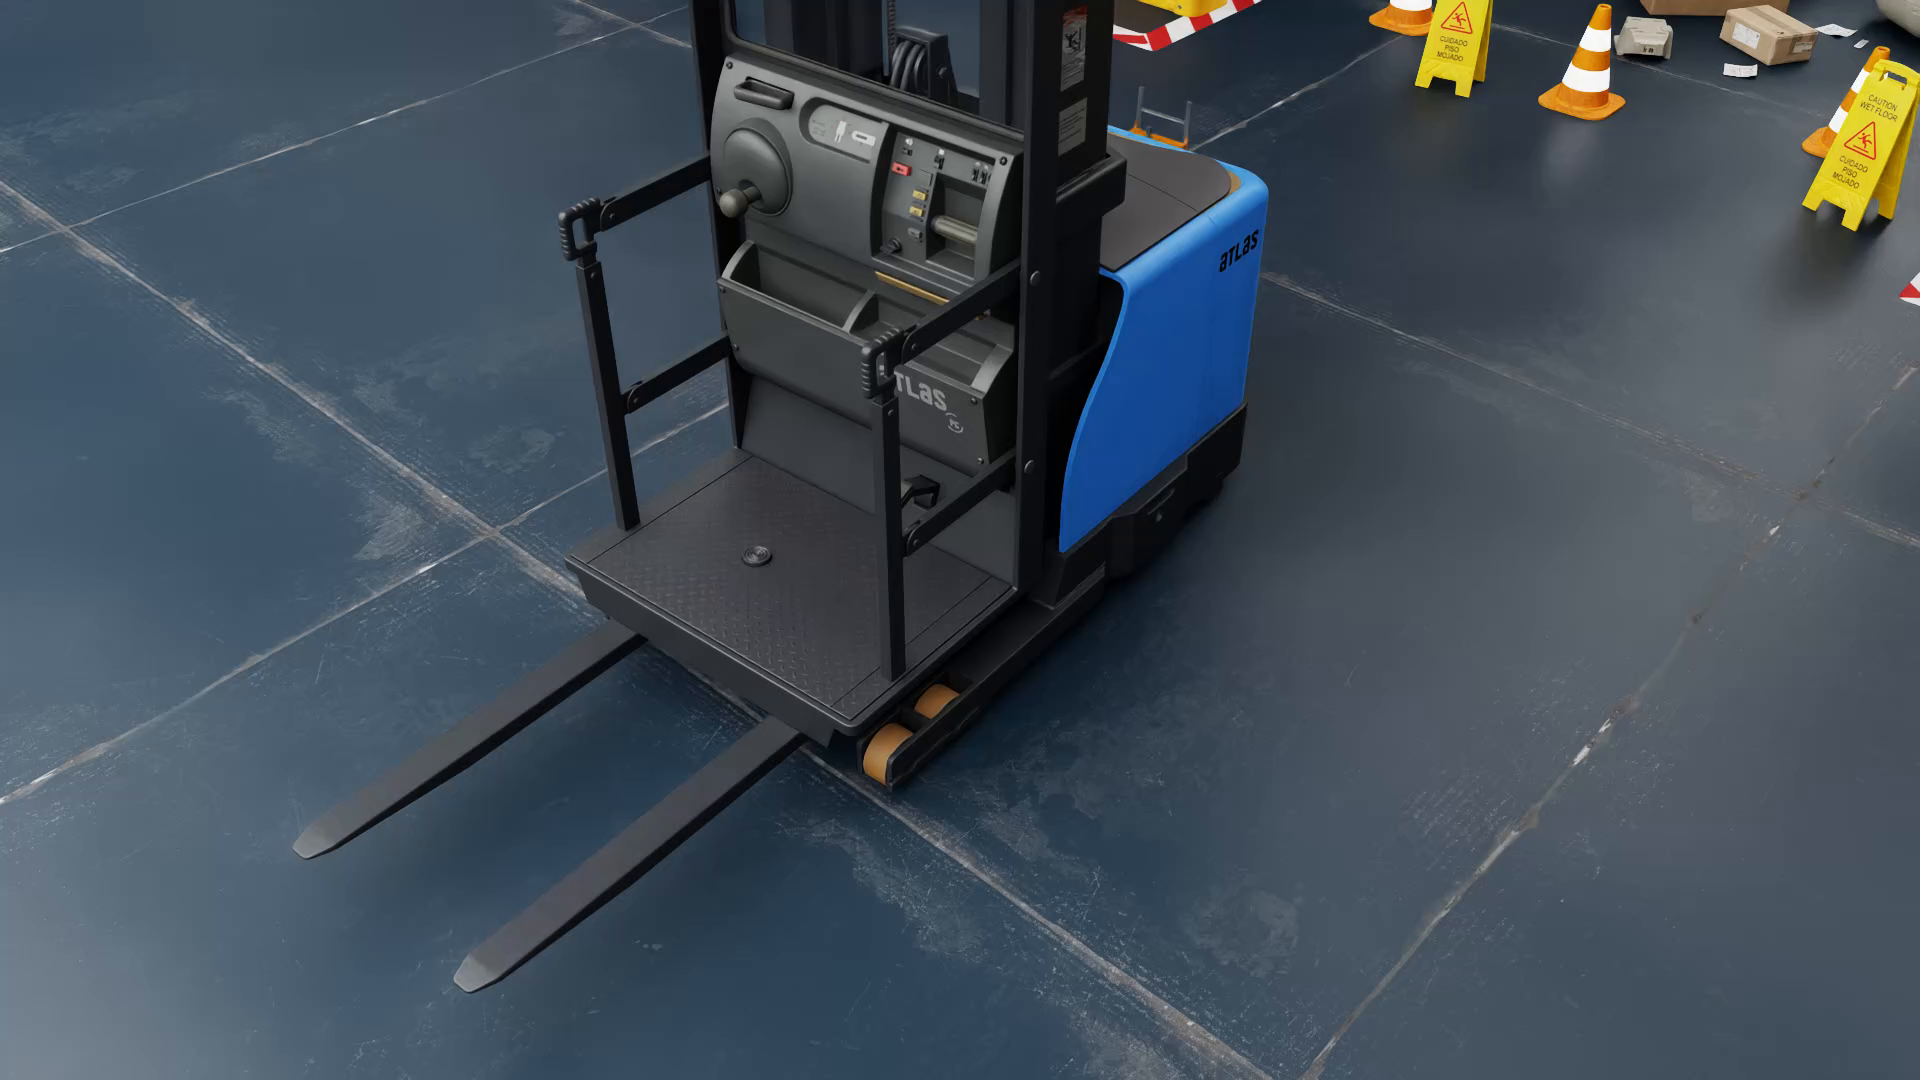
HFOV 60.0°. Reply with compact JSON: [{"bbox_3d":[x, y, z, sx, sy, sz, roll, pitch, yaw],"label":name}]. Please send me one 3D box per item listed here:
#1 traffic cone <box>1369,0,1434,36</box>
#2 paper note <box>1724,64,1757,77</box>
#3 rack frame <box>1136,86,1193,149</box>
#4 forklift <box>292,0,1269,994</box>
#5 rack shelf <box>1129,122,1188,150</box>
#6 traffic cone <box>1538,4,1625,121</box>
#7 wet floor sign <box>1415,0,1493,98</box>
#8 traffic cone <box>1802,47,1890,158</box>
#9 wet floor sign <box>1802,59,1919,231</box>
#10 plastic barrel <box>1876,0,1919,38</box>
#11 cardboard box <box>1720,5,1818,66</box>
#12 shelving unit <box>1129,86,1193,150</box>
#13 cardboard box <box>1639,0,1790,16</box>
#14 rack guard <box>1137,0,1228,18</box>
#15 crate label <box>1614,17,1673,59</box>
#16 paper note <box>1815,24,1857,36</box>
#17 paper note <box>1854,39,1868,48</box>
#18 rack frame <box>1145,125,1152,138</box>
[{"bbox_3d":[2.326,-2.875,8.494,0.336,0.463,0.334,30,47,32],"label":"traffic cone"},{"bbox_3d":[3.810,-2.296,8.113,0.148,0.019,0.142,14,41,17],"label":"paper note"},{"bbox_3d":[0.653,-1.027,5.695,0.200,1.050,0.008,26,44,28],"label":"rack frame"},{"bbox_3d":[-0.390,-0.844,3.957,1.130,2.935,3.031,26,46,29],"label":"forklift"},{"bbox_3d":[0.585,-1.183,5.449,0.215,0.259,0.240,26,44,28],"label":"rack shelf"},{"bbox_3d":[2.931,-2.244,7.700,0.336,0.463,0.334,30,47,32],"label":"traffic cone"},{"bbox_3d":[2.362,-2.454,7.817,0.267,0.644,0.232,22,43,25],"label":"wet floor sign"},{"bbox_3d":[3.980,-1.934,7.311,0.336,0.463,0.334,30,47,32],"label":"traffic cone"},{"bbox_3d":[3.724,-1.628,6.779,0.232,0.644,0.267,-18,42,-21],"label":"wet floor sign"},{"bbox_3d":[4.918,-2.764,8.386,0.421,0.421,0.512,-5,39,-6],"label":"plastic barrel"},{"bbox_3d":[4.035,-2.522,8.302,0.250,0.149,0.380,-11,40,-14],"label":"cardboard box"},{"bbox_3d":[0.578,-0.968,5.618,0.215,1.050,0.252,26,44,28],"label":"shelving unit"},{"bbox_3d":[3.958,-3.081,8.720,0.797,0.503,0.637,2,39,2],"label":"cardboard box"},{"bbox_3d":[0.904,-3.231,8.911,1.175,0.500,0.348,30,47,32],"label":"rack guard"},{"bbox_3d":[3.416,-2.504,8.289,0.250,0.136,0.298,8,39,10],"label":"crate label"},{"bbox_3d":[4.494,-2.619,8.528,0.142,0.019,0.148,-18,42,-21],"label":"paper note"},{"bbox_3d":[4.549,-2.504,8.391,0.032,0.001,0.123,30,47,32],"label":"paper note"},{"bbox_3d":[0.504,-0.910,5.541,0.200,1.050,0.008,26,44,28],"label":"rack frame"}]
